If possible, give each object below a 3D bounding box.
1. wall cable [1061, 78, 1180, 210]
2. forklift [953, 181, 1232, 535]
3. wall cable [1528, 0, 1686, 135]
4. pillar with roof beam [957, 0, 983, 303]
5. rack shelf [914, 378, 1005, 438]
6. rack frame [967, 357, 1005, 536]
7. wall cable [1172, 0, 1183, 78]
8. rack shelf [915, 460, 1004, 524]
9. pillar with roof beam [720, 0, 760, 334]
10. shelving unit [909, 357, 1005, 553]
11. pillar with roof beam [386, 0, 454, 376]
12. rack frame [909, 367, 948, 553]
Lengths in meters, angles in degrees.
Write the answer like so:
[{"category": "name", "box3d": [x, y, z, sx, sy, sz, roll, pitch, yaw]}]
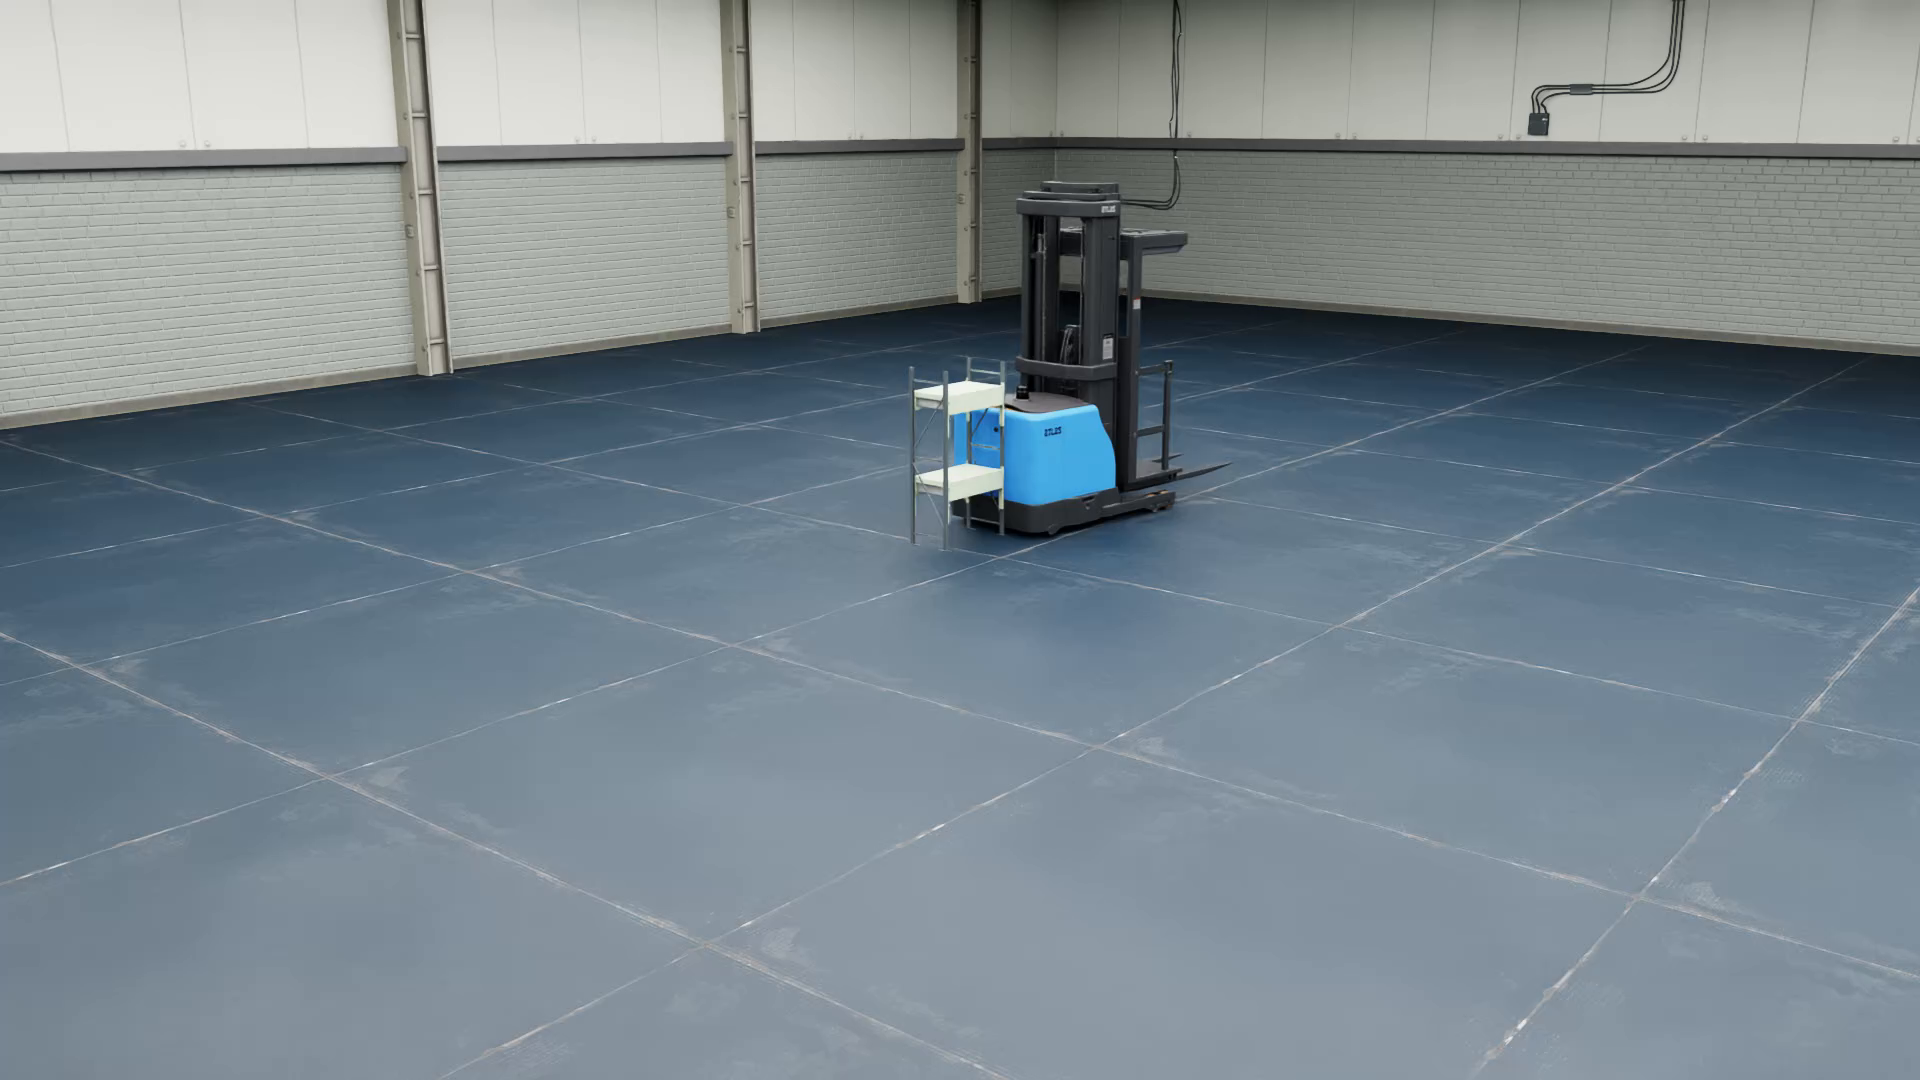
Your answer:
[{"category": "wall cable", "box3d": [3.061, -7.851, 33.058, 3.097, 2.526, 0.112, 11, 18, 38]}, {"category": "forklift", "box3d": [1.335, -1.752, 15.068, 3.031, 2.935, 1.130, -14, 20, -43]}, {"category": "wall cable", "box3d": [10.435, -9.532, 26.462, 2.305, 6.003, 0.169, 11, 18, 38]}, {"category": "pillar with roof beam", "box3d": [3.529, -8.330, 28.638, 9.100, 9.000, 0.400, 11, 18, 38]}, {"category": "rack shelf", "box3d": [-0.018, -1.102, 13.831, 0.431, 0.370, 0.720, 12, 18, 39]}, {"category": "rack frame", "box3d": [0.220, -0.793, 14.197, 0.400, 1.500, 0.023, 12, 18, 39]}, {"category": "wall cable", "box3d": [5.165, -9.880, 30.788, 3.097, 2.526, 0.112, 11, 18, 38]}, {"category": "rack shelf", "box3d": [-0.018, -0.408, 14.007, 0.431, 0.370, 0.720, 12, 18, 39]}, {"category": "pillar with roof beam", "box3d": [-0.242, -7.181, 24.115, 9.100, 9.000, 0.400, 11, 18, 38]}, {"category": "shelving unit", "box3d": [-0.018, -0.724, 13.927, 0.431, 1.500, 0.755, 12, 18, 39]}, {"category": "pillar with roof beam", "box3d": [-4.013, -6.032, 19.592, 9.100, 9.000, 0.400, 11, 18, 38]}, {"category": "rack frame", "box3d": [-0.256, -0.656, 13.657, 0.400, 1.500, 0.023, 12, 18, 39]}]
